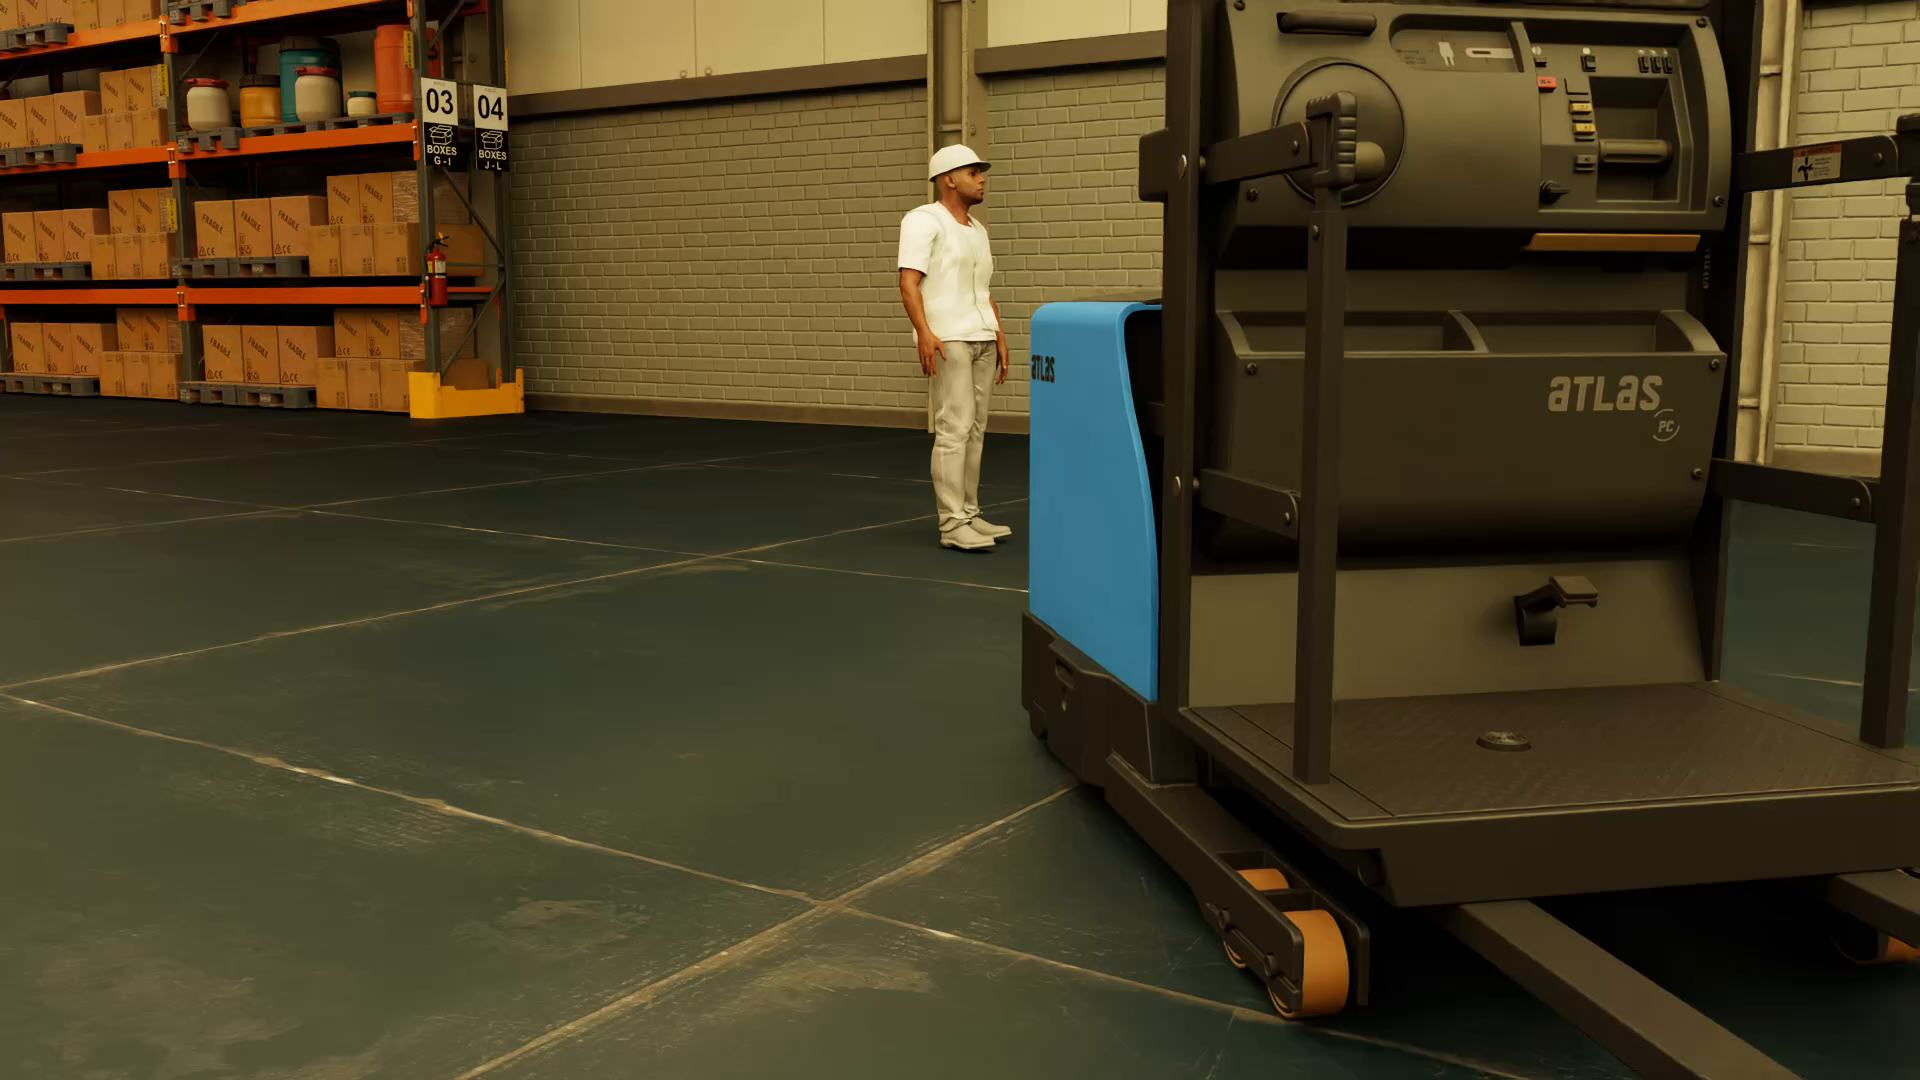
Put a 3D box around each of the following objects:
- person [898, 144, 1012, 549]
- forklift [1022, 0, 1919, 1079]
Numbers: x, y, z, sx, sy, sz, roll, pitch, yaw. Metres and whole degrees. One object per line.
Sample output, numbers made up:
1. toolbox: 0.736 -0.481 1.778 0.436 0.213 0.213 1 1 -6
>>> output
1. person: 0.054 -0.876 7.435 0.577 1.765 0.665 5 10 34
2. forklift: 0.957 -0.783 2.701 1.130 2.935 3.031 -2 8 -12
